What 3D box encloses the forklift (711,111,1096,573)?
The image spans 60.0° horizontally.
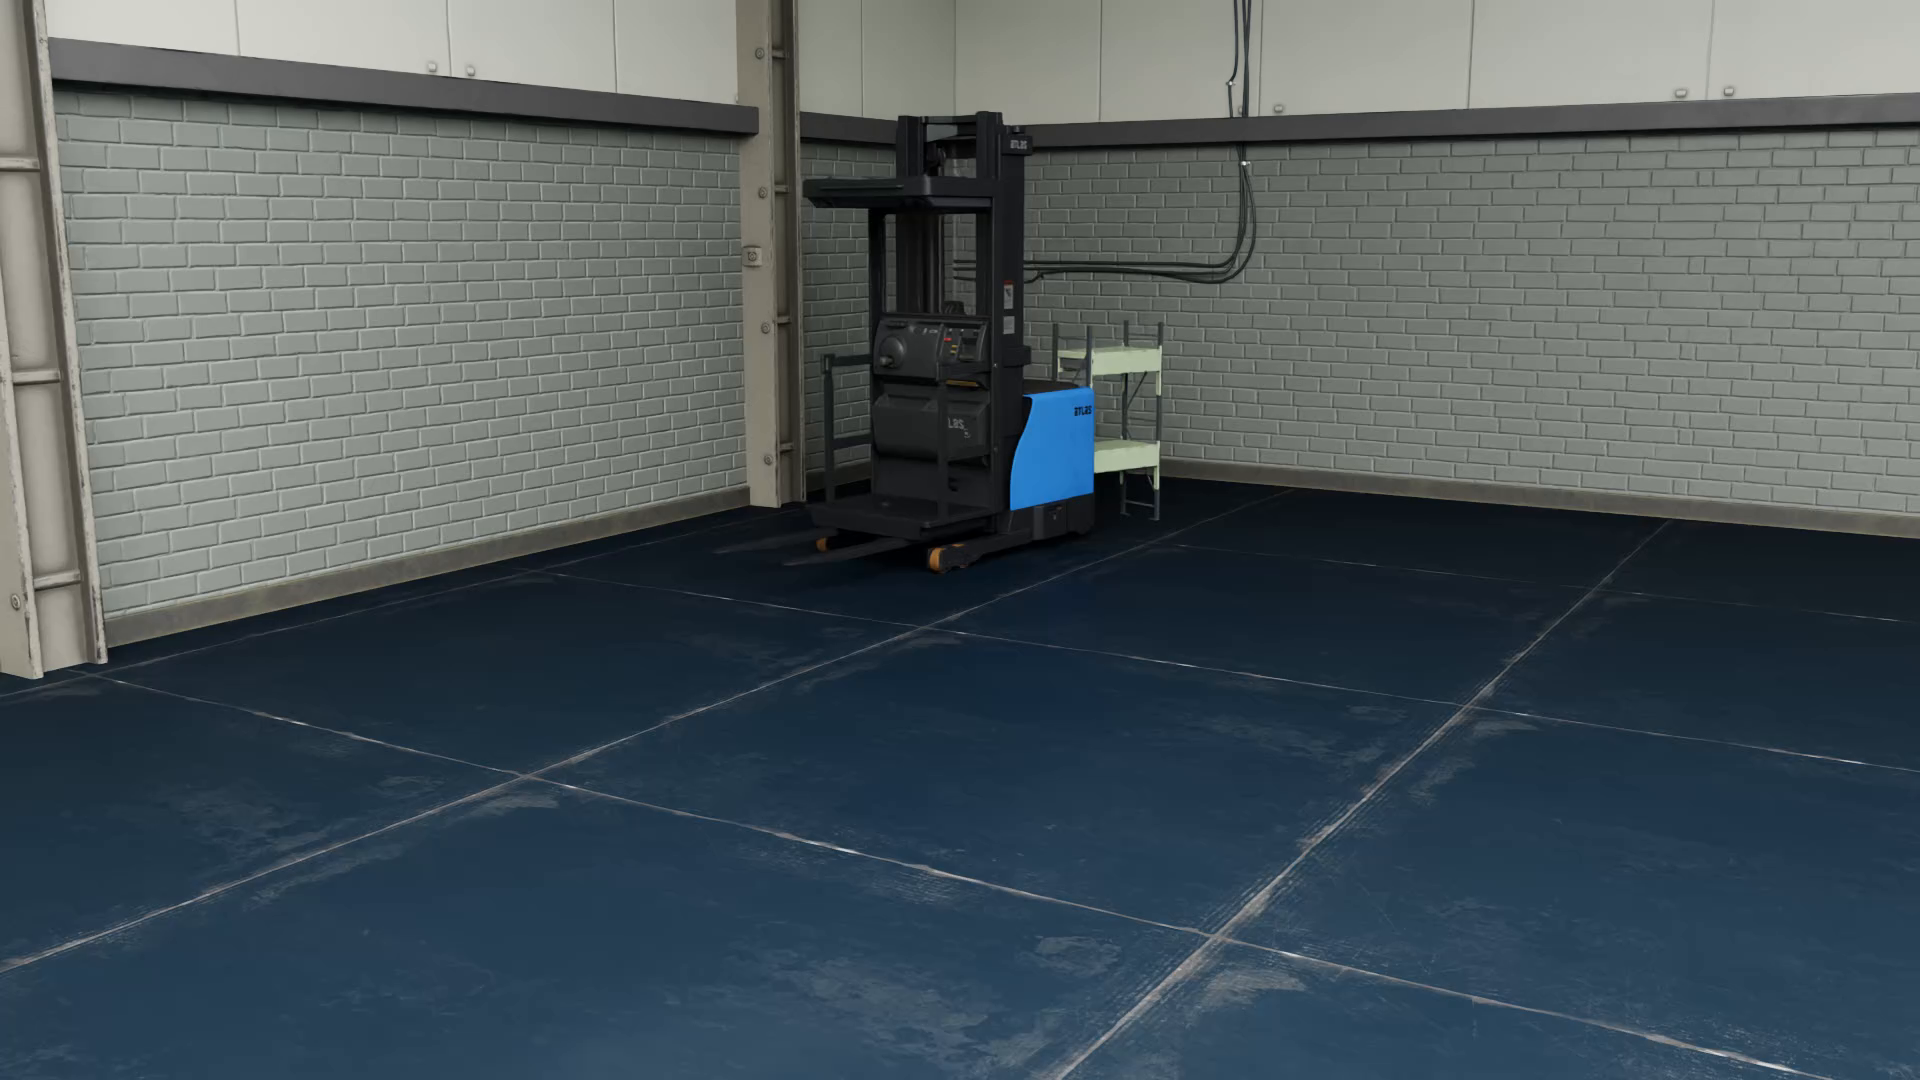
[{"bbox_3d":[-0.332,-1.328,10.998,1.130,2.935,3.031,8,13,38],"label":"forklift"}]

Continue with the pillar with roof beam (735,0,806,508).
[{"bbox_3d":[2.196,-4.314,10.457,9.100,9.000,0.400,6,12,31],"label":"pillar with roof beam"}]

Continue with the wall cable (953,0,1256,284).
[{"bbox_3d":[1.176,-3.536,14.739,3.097,2.526,0.112,6,12,31],"label":"wall cable"}]

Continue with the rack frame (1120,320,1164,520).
[{"bbox_3d":[1.385,-0.916,12.684,0.023,1.500,0.400,-8,14,-38],"label":"rack frame"}]

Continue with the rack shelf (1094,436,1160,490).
[{"bbox_3d":[1.100,-0.553,12.518,0.720,0.370,0.431,-8,14,-38],"label":"rack shelf"}]

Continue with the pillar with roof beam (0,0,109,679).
[{"bbox_3d":[-0.919,-3.370,5.416,9.100,9.000,0.400,6,12,31],"label":"pillar with roof beam"}]

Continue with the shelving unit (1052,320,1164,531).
[{"bbox_3d":[1.100,-0.873,12.458,0.755,1.500,0.431,-8,14,-38],"label":"shelving unit"}]

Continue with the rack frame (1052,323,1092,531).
[{"bbox_3d":[0.816,-0.831,12.231,0.023,1.500,0.400,-8,14,-38],"label":"rack frame"}]

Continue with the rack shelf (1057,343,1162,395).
[{"bbox_3d":[1.100,-1.257,12.386,0.720,0.370,0.431,-8,14,-38],"label":"rack shelf"}]
